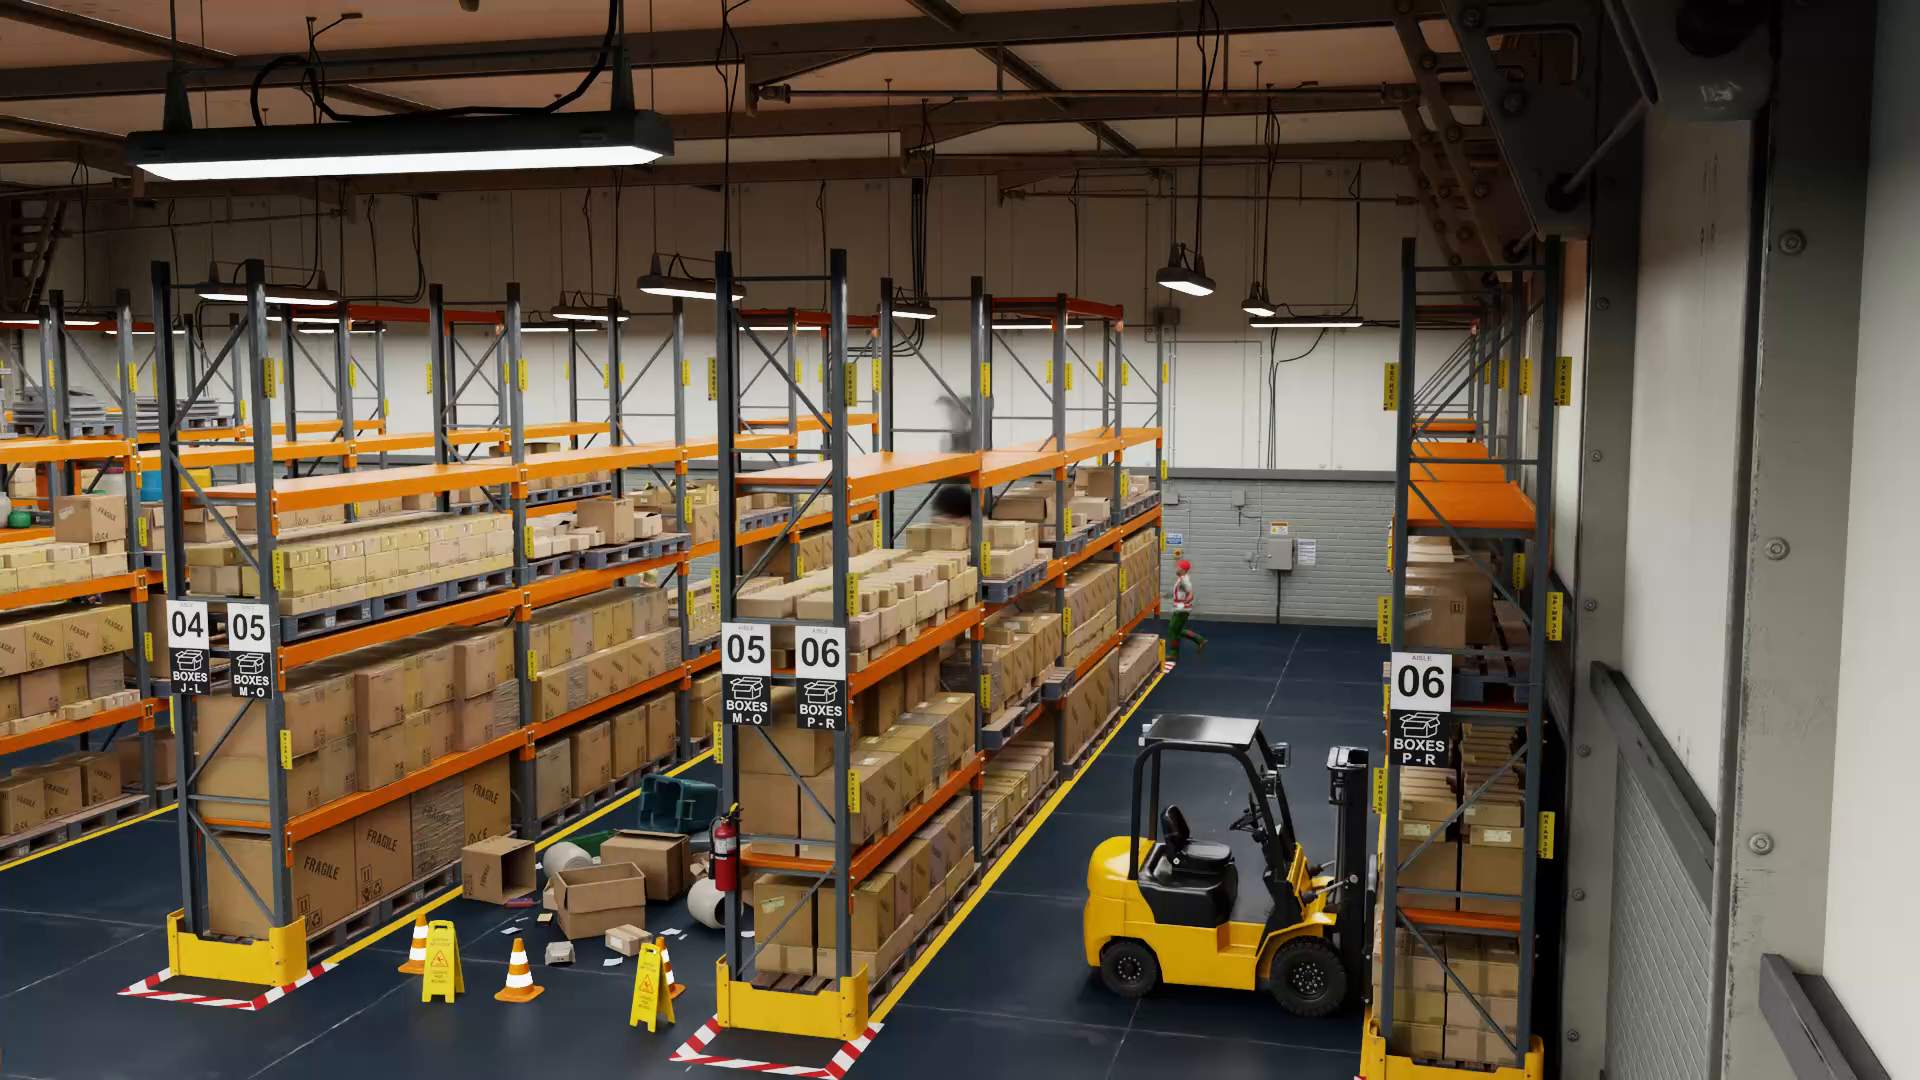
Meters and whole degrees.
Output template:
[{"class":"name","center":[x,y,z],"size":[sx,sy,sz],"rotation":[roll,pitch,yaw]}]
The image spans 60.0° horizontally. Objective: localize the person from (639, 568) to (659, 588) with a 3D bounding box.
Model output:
[{"class":"person","center":[-5.946,1.042,31.654],"size":[0.779,1.685,0.627],"rotation":[3,7,25]}]

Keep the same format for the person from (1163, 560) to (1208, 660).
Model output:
[{"class":"person","center":[3.924,1.226,28.973],"size":[0.790,1.758,0.658],"rotation":[1,6,10]}]
